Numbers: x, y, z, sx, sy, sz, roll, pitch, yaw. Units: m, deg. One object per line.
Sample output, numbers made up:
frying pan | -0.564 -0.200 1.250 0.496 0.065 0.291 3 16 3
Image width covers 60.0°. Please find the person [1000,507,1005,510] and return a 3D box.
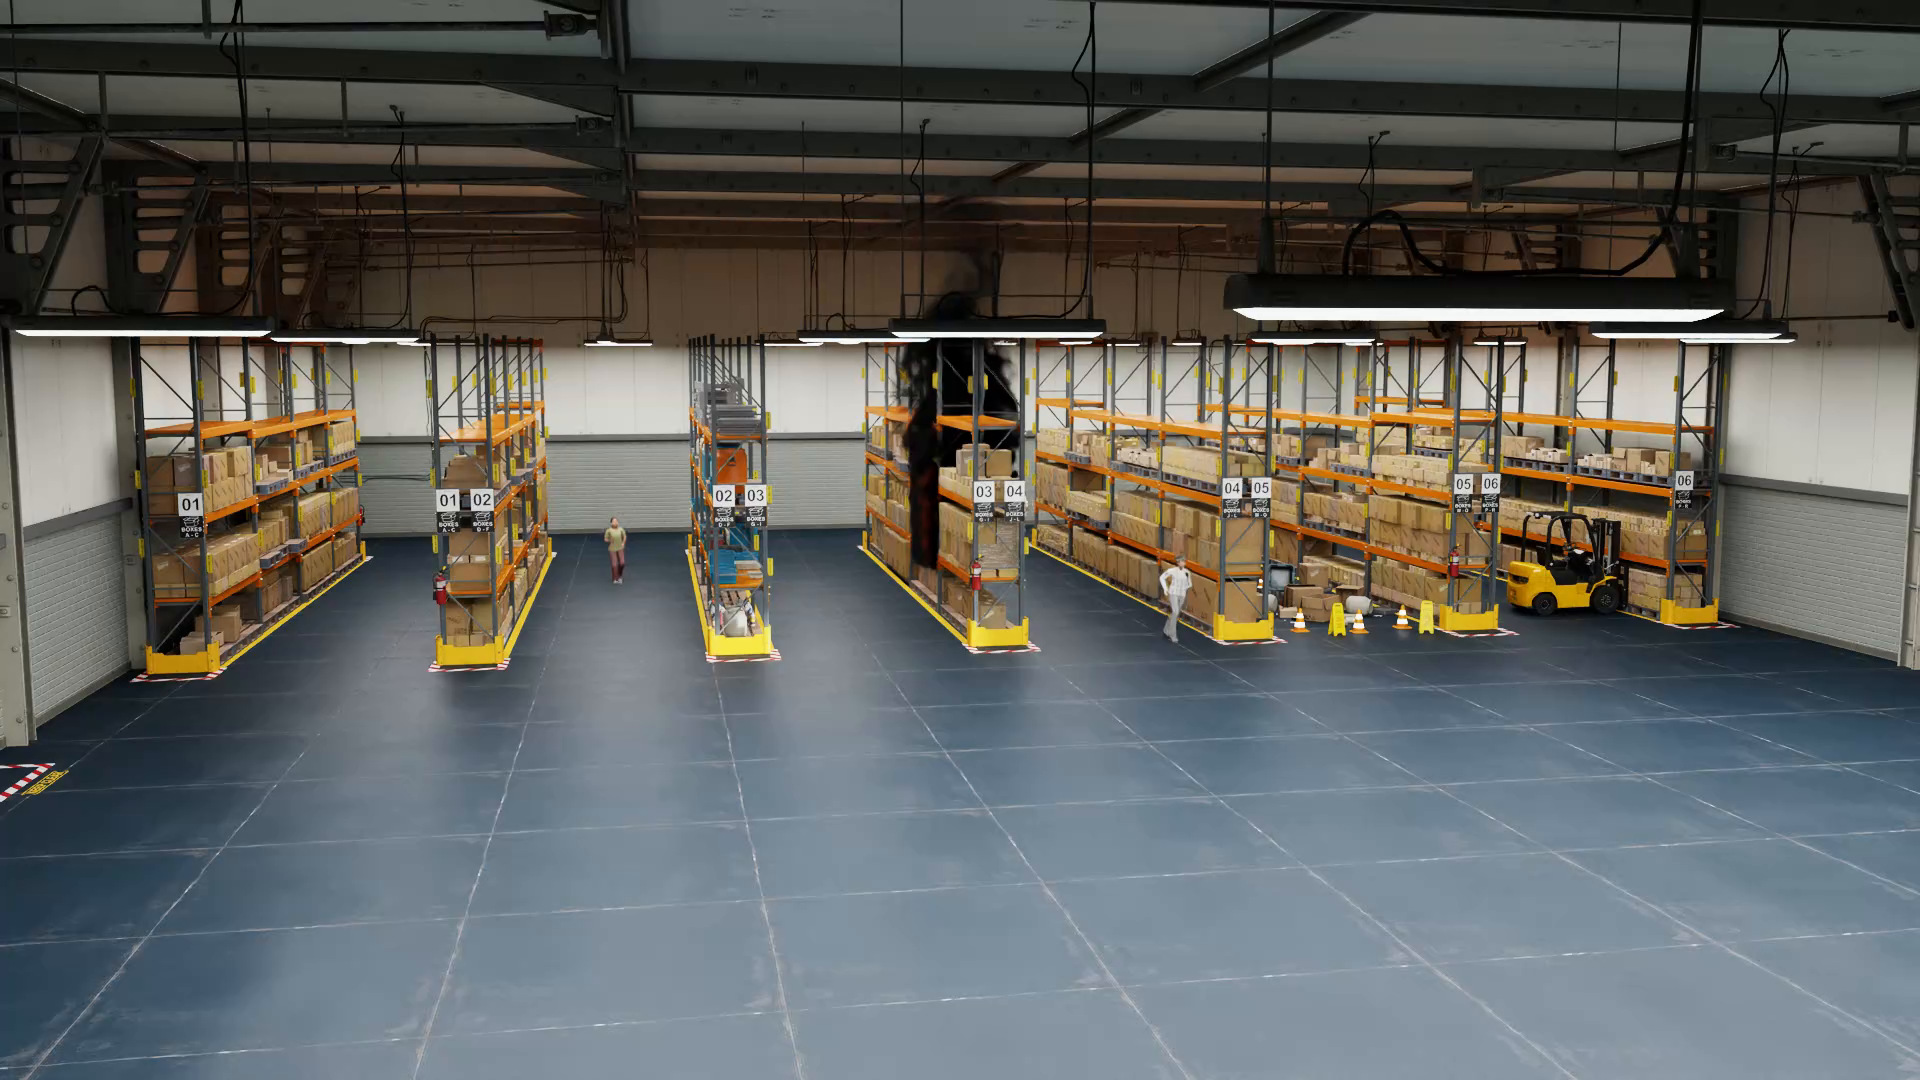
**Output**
person | 1.314 -0.376 46.383 0.587 1.622 0.615 0 7 0

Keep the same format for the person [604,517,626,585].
person | -8.354 0.270 40.445 0.562 1.655 0.595 -2 7 -20

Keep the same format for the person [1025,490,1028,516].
person | 1.723 -0.763 49.762 0.513 1.575 0.707 -1 7 -7

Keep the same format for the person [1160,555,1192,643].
person | 4.307 1.139 32.937 0.607 1.721 0.749 -3 7 -23
